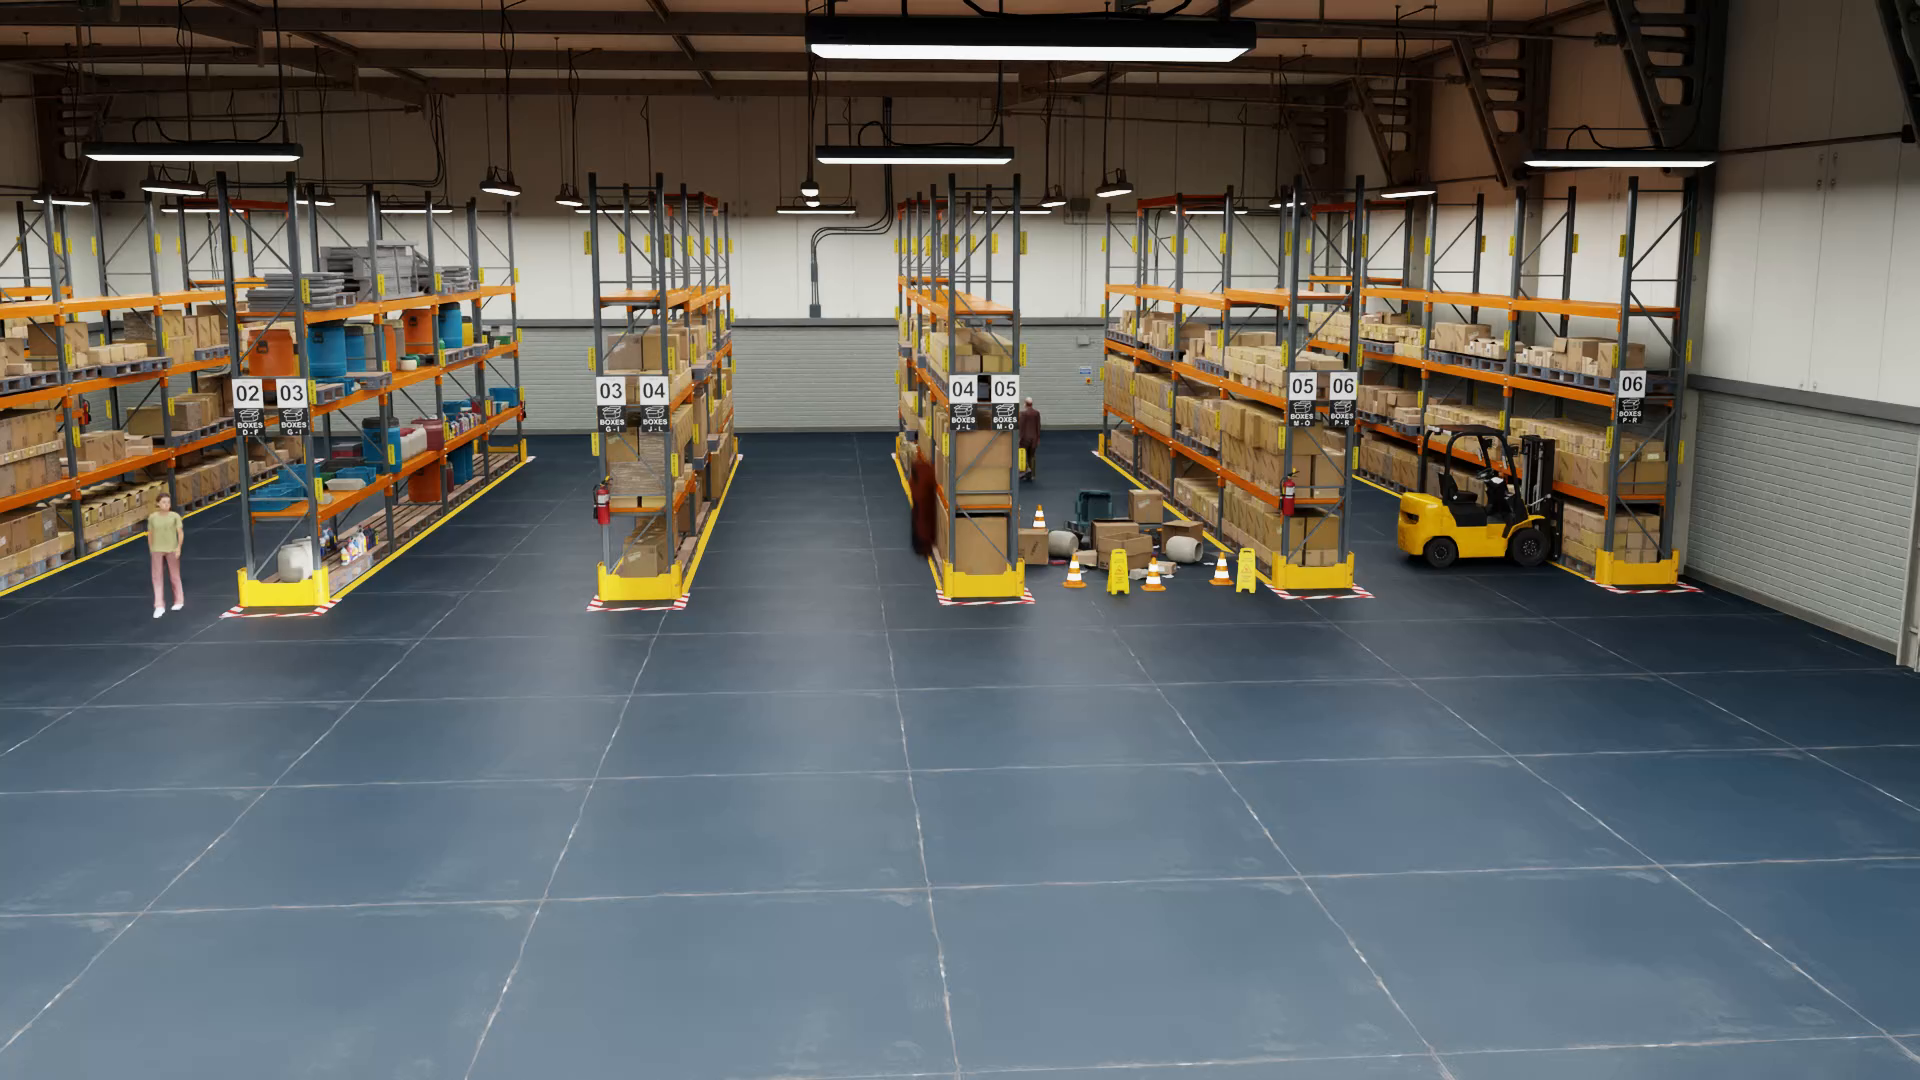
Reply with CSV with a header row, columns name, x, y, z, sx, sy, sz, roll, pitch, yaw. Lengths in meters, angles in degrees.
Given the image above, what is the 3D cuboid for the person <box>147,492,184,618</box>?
name,x,y,z,sx,sy,sz,roll,pitch,yaw
person,-10.944,0.201,22.901,0.472,1.660,0.761,-3,11,-19

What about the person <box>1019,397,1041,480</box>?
name,x,y,z,sx,sy,sz,roll,pitch,yaw
person,1.495,-2.194,35.984,0.638,1.779,0.532,-7,12,-33
